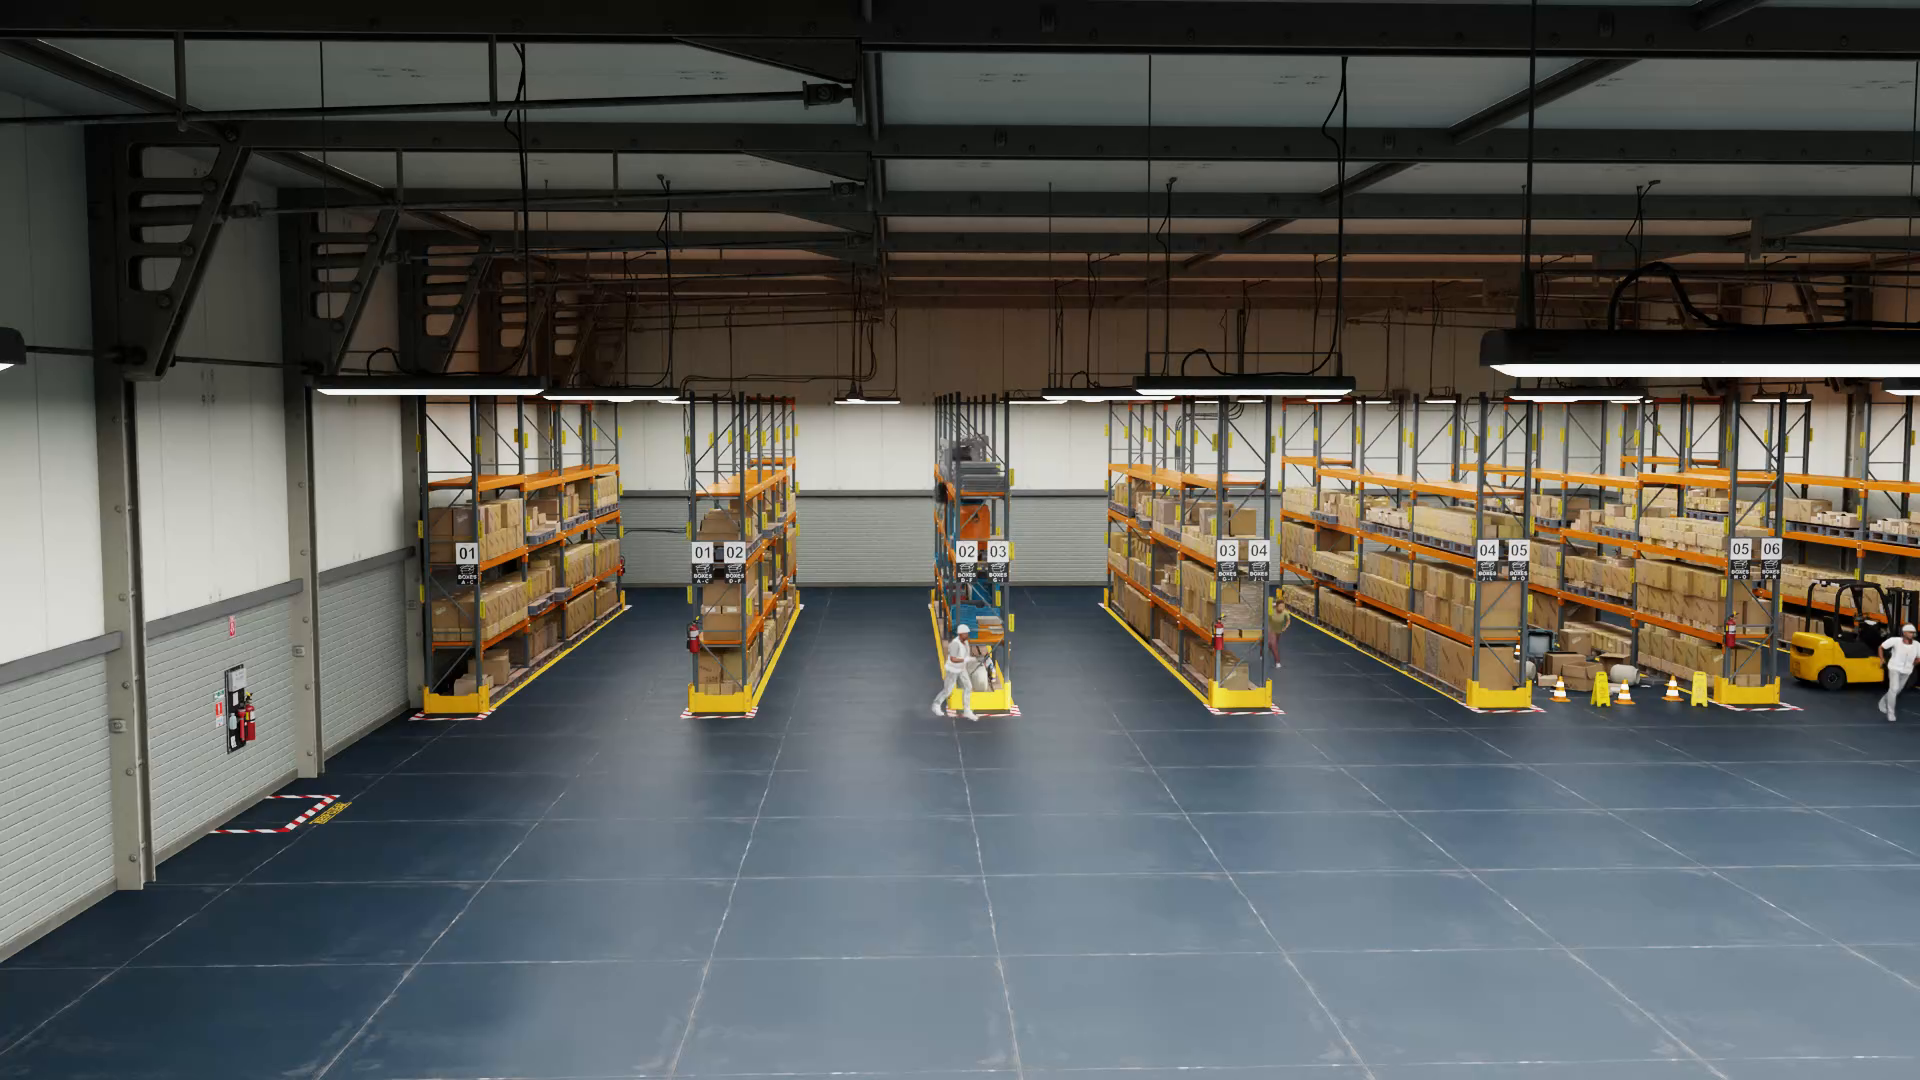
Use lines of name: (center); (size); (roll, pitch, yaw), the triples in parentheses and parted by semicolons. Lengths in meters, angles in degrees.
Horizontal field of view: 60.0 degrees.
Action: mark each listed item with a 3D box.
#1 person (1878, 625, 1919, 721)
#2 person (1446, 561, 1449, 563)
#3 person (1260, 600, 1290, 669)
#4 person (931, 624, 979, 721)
person: (17.250, 2.394, 30.477); (0.741, 1.715, 0.973); (0, 5, 4)
person: (14.501, 1.029, 49.141); (0.560, 1.555, 0.522); (0, 5, 3)
person: (6.935, 2.027, 36.766); (0.576, 1.512, 1.043); (-1, 5, -8)
person: (-0.090, 2.417, 30.384); (0.991, 1.785, 0.602); (3, 5, 33)
